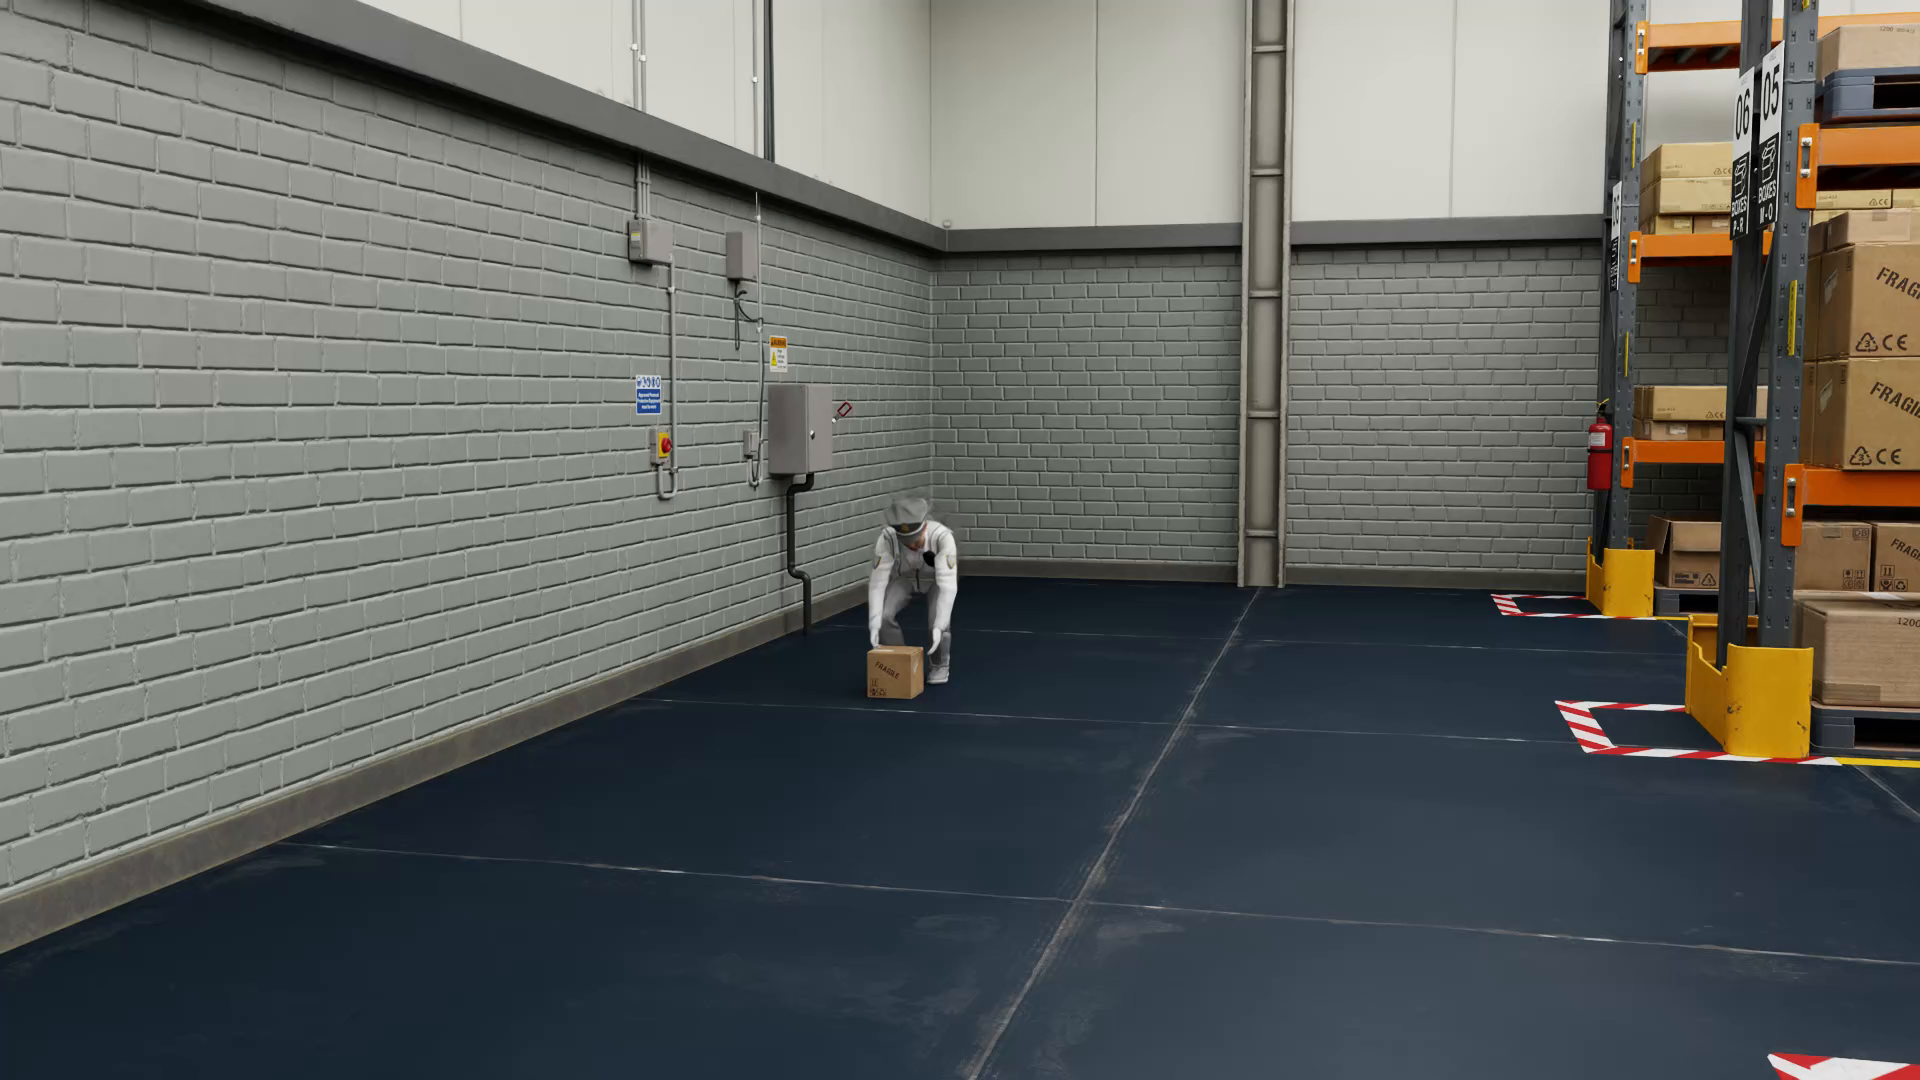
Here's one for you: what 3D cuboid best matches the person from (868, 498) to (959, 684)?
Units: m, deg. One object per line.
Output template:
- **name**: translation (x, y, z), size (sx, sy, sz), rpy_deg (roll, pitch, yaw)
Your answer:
- **person**: translation (-0.232, 0.288, 9.401), size (0.505, 1.075, 0.827), rpy_deg (1, 5, 13)
